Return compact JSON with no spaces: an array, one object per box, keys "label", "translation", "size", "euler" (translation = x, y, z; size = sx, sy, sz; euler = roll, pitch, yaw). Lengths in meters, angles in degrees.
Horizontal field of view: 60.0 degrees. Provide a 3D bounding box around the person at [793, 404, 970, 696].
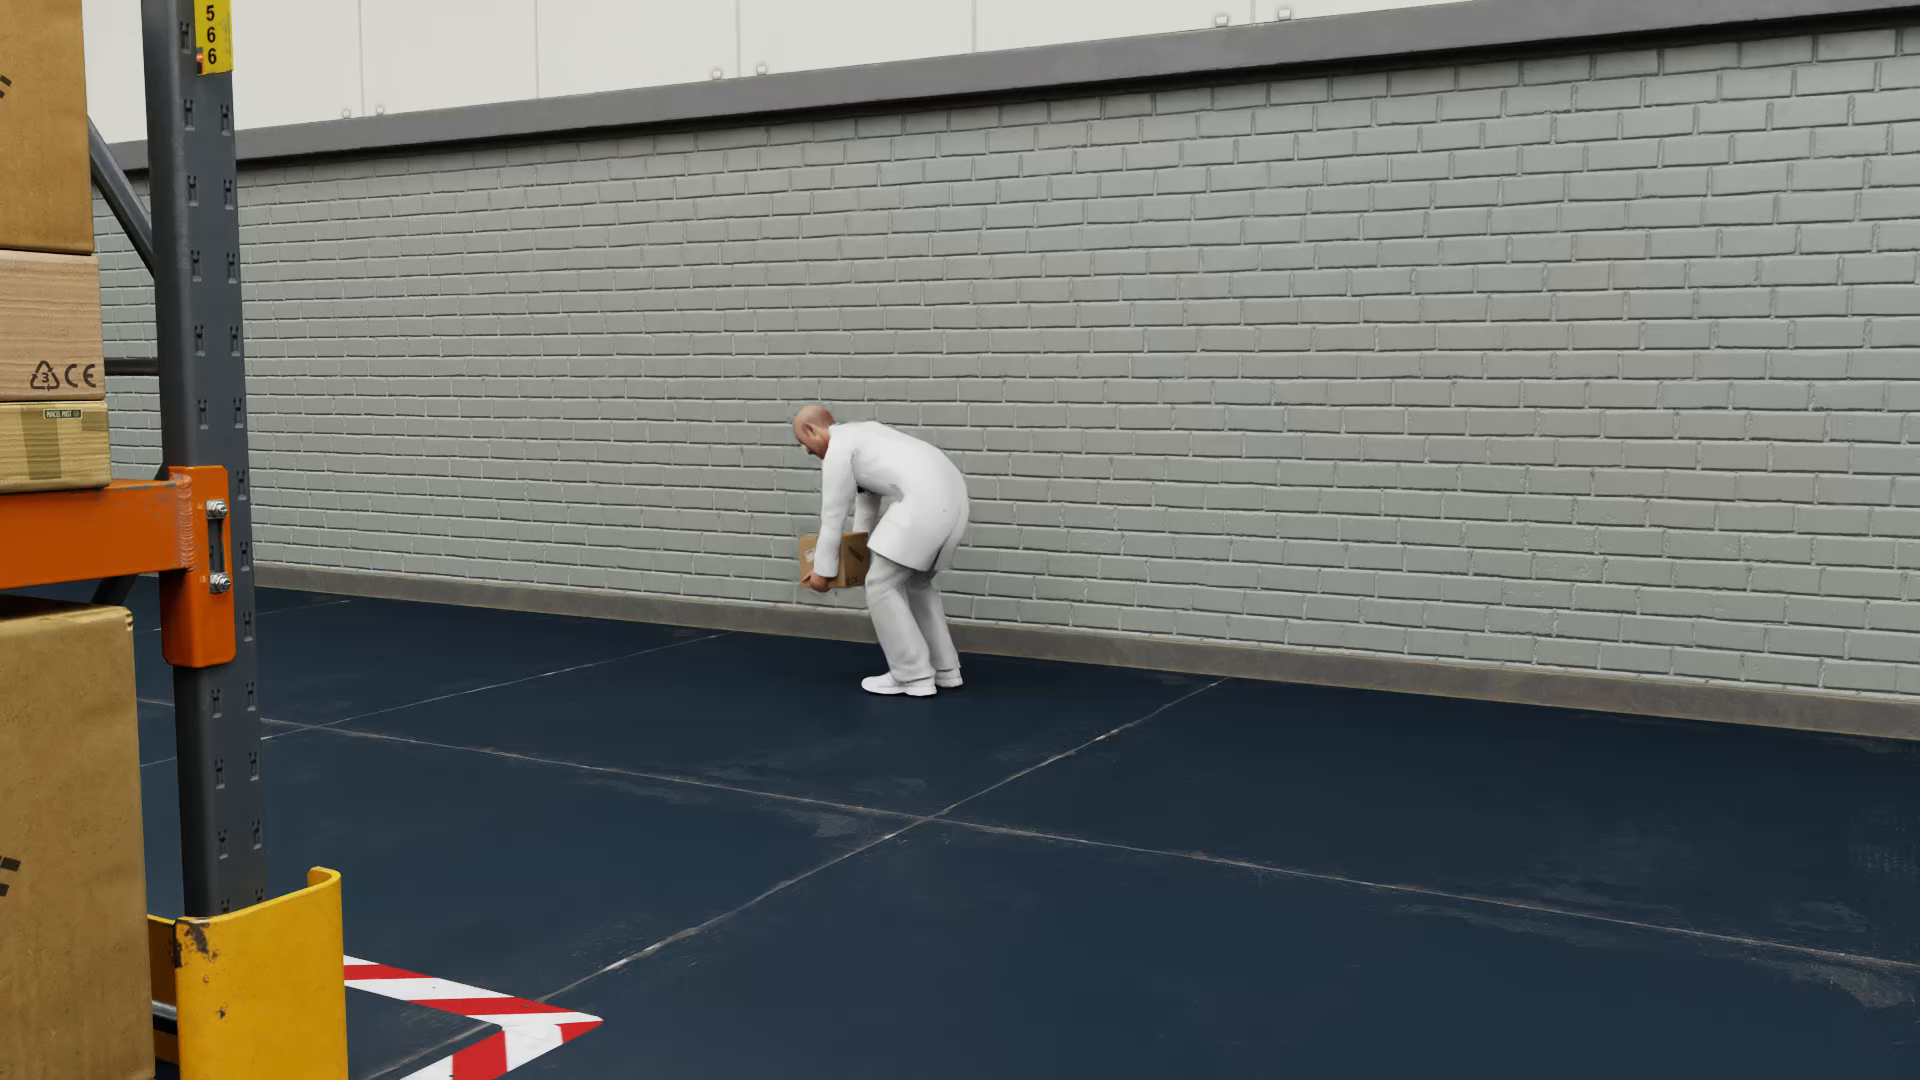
[{"label":"person","translation":[-0.386,0.035,7.903],"size":[0.890,1.339,0.567],"euler":[3,6,27]}]
